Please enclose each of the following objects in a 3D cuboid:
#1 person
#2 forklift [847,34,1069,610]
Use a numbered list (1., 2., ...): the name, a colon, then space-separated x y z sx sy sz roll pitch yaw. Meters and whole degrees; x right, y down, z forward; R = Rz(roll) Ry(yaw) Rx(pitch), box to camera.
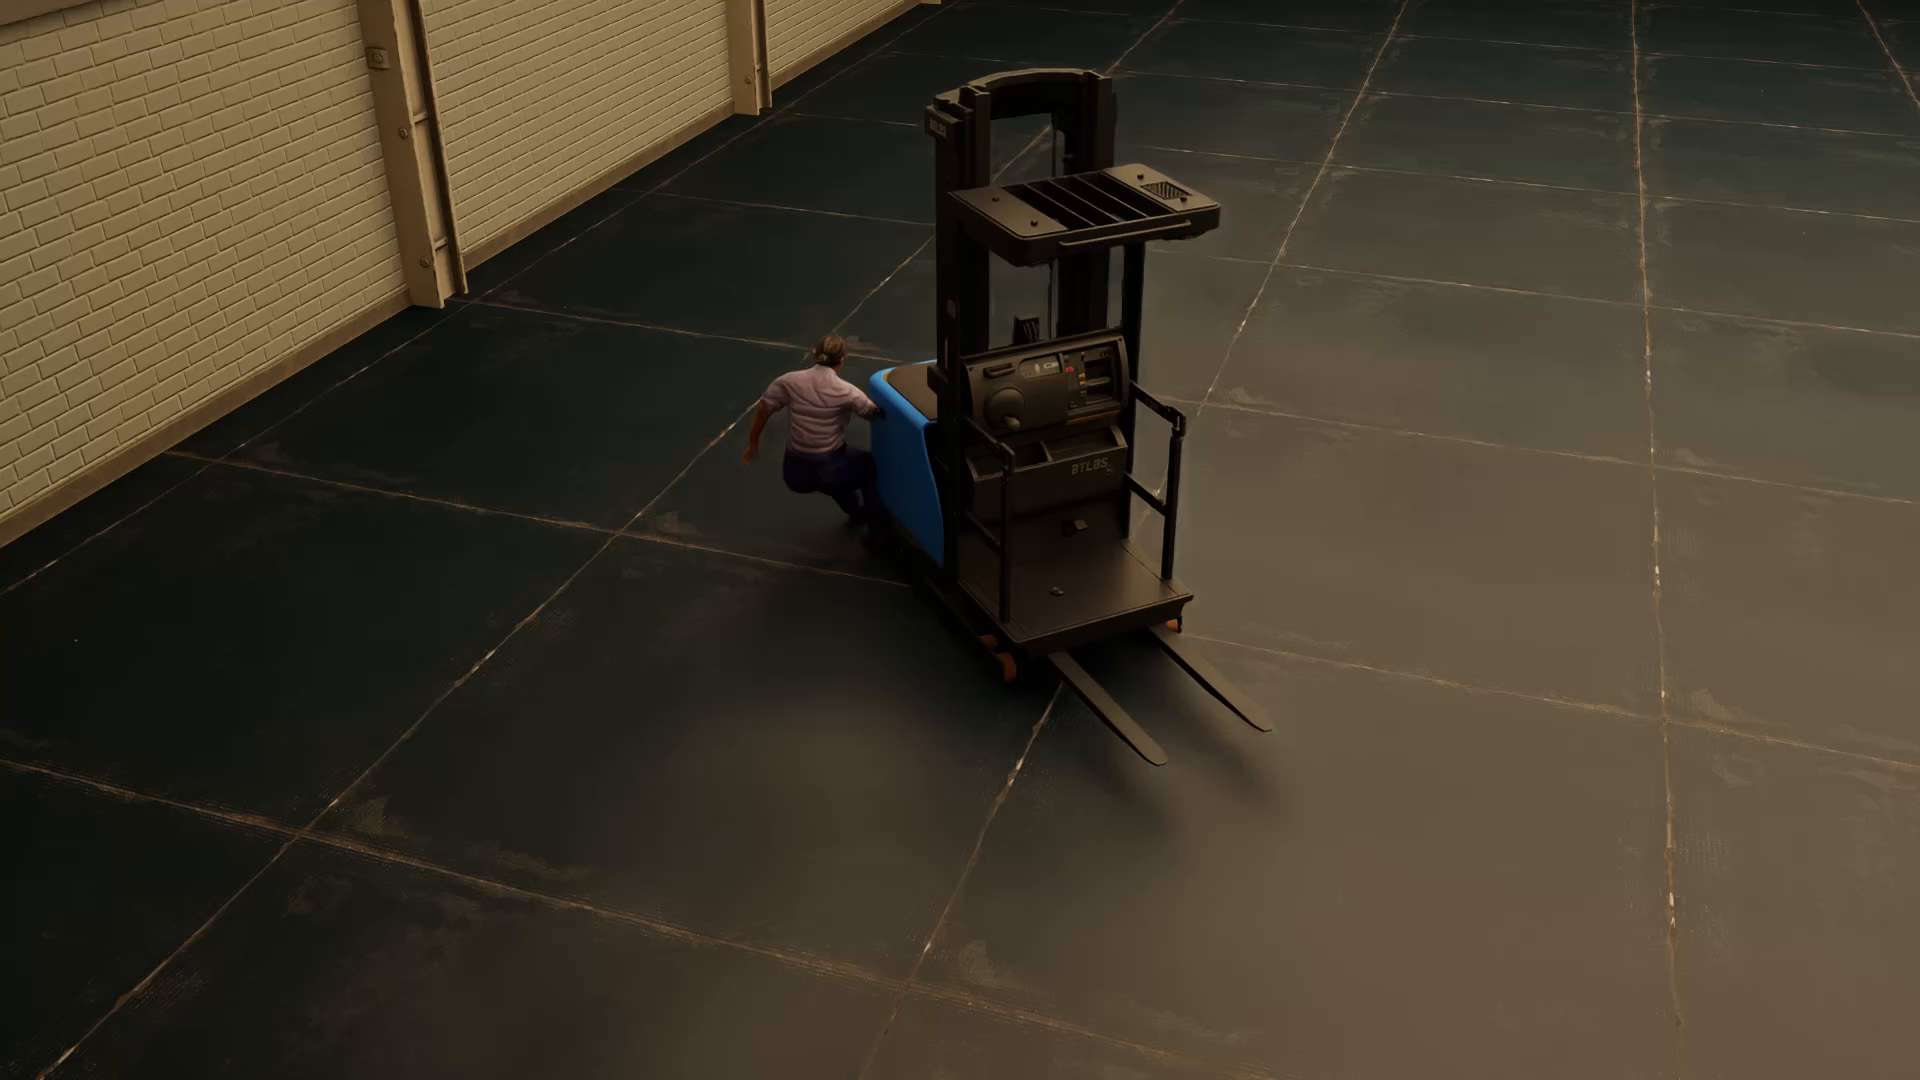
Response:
1. person: -2.599 0.125 8.209 0.592 1.644 0.504 -26 39 -38
2. forklift: 0.052 -1.590 9.926 1.130 2.935 3.031 3 30 5
